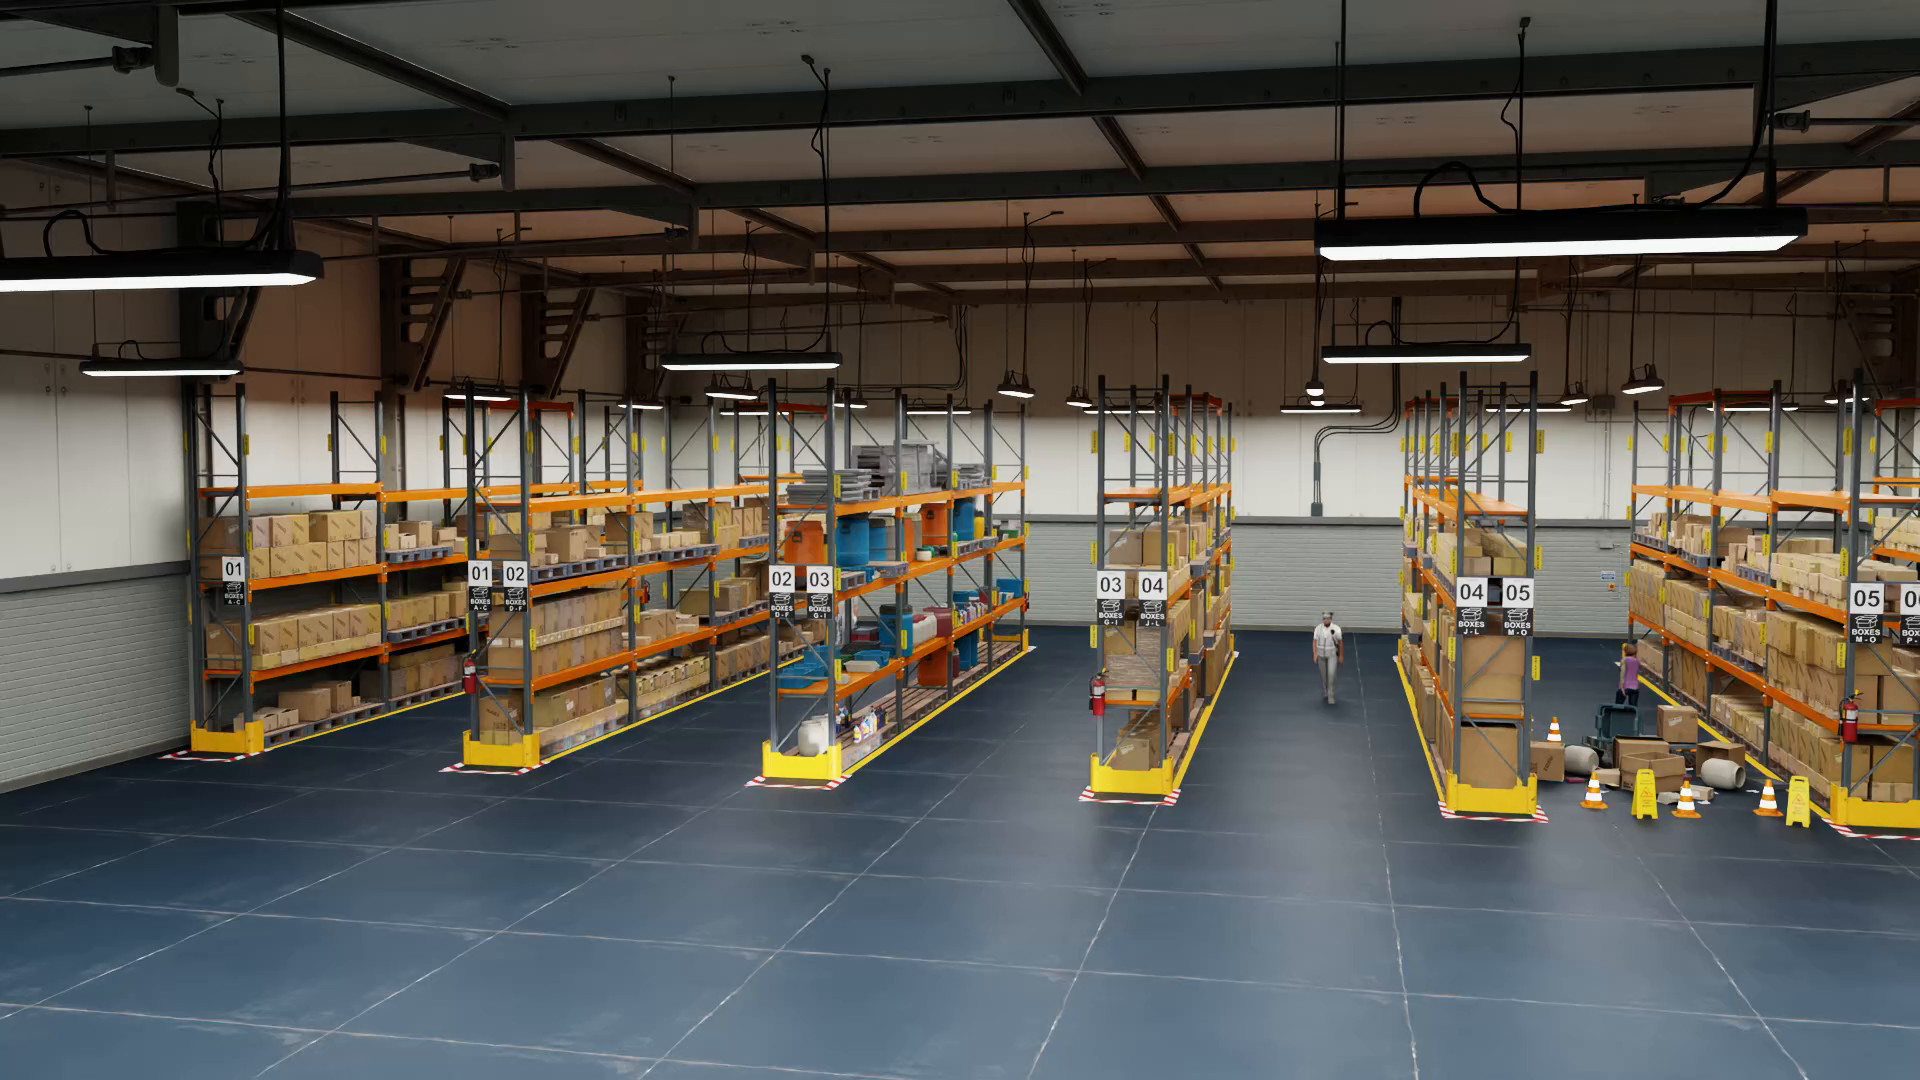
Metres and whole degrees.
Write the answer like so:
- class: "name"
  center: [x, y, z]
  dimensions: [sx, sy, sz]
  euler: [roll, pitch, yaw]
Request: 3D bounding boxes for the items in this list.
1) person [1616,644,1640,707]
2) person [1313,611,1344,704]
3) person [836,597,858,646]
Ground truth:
- class: "person"
  center: [11.487, 2.599, 28.577]
  dimensions: [0.395, 1.635, 0.653]
  euler: [0, 3, 0]
- class: "person"
  center: [7.175, 2.270, 32.548]
  dimensions: [0.562, 1.765, 0.833]
  euler: [2, 4, 31]
- class: "person"
  center: [-2.737, 1.855, 39.325]
  dimensions: [0.657, 1.721, 1.046]
  euler: [1, 3, 13]
